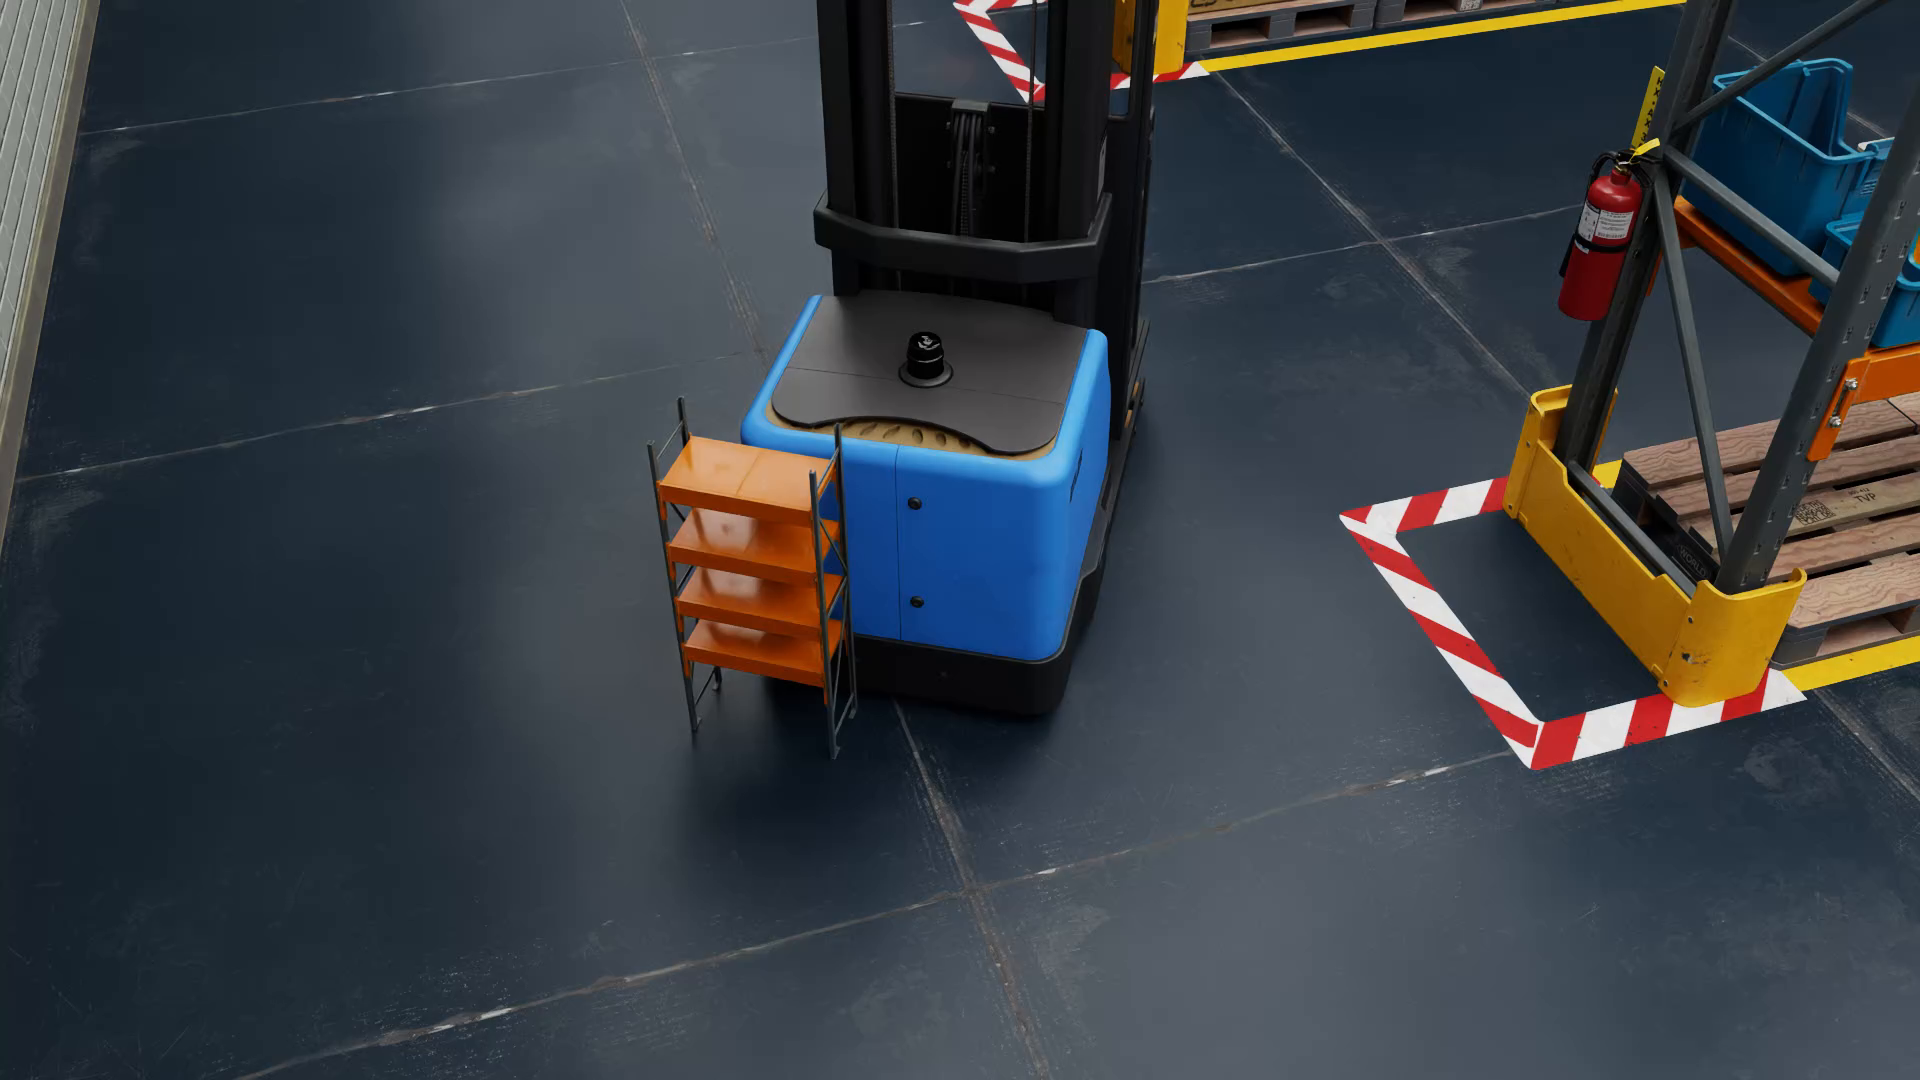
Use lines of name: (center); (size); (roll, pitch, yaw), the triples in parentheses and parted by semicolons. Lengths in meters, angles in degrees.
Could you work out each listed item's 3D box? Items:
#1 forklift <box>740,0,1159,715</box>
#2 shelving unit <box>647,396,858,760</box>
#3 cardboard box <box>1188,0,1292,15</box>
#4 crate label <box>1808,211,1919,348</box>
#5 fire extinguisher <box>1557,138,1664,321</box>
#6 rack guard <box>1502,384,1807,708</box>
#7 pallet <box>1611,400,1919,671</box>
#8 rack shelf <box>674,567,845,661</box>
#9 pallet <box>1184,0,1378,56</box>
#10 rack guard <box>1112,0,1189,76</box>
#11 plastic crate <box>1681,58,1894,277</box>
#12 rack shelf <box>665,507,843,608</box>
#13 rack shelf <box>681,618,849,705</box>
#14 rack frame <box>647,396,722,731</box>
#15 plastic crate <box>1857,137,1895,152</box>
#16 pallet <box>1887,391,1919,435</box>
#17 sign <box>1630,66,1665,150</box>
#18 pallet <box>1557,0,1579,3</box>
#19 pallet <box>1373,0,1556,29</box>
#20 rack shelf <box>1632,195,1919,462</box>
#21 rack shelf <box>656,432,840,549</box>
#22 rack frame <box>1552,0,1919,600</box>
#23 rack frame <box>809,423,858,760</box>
forklift: (0.138, -1.507, 5.747); (1.130, 2.935, 3.031); (8, 42, 9)
shelving unit: (-0.619, 0.147, 5.170); (0.503, 1.200, 0.258); (10, 42, 12)
cardboard box: (1.527, -3.610, 9.398); (0.875, 0.875, 0.875); (-12, 42, -13)
crate label: (2.762, -0.769, 4.932); (0.303, 0.233, 0.416); (-12, 42, -13)
fire extinguisher: (2.148, -1.053, 5.517); (0.183, 0.674, 0.296); (-12, 42, -13)
rack guard: (2.409, -0.013, 5.885); (0.348, 0.500, 1.175); (-12, 42, -13)
pallet: (3.226, -0.056, 6.153); (1.213, 0.211, 1.003); (-12, 42, -13)
rack shelf: (-0.619, 0.197, 5.215); (0.480, 0.148, 0.258); (10, 42, 12)
pallet: (1.679, -3.232, 9.789); (1.213, 0.211, 1.003); (-12, 42, -13)
rack guard: (0.917, -3.129, 9.452); (0.348, 0.500, 1.175); (-12, 42, -13)
plastic crate: (2.691, -1.186, 5.255); (0.499, 0.435, 0.616); (-12, 42, -13)
rack shelf: (-0.619, 0.029, 5.067); (0.480, 0.148, 0.258); (10, 42, 12)
rack shelf: (-0.619, 0.347, 5.345); (0.480, 0.148, 0.258); (10, 42, 12)
rack frame: (-0.854, 0.104, 5.219); (0.015, 1.200, 0.240); (10, 42, 12)
plastic crate: (3.151, -1.165, 5.459); (0.243, 0.136, 0.396); (-12, 42, -13)
pallet: (4.388, -0.294, 6.426); (1.213, 0.211, 1.003); (-12, 42, -13)
sign: (2.247, -1.370, 5.415); (0.005, 0.325, 0.100); (-12, 42, -13)
pallet: (4.007, -3.714, 10.341); (1.213, 0.211, 1.003); (-12, 42, -13)
pallet: (2.841, -3.471, 10.062); (1.213, 0.211, 1.003); (-12, 42, -13)
rack shelf: (4.336, -1.091, 5.766); (4.000, 0.370, 1.077); (-12, 42, -13)
rack shelf: (-0.619, -0.149, 4.912); (0.480, 0.148, 0.258); (10, 42, 12)
rack frame: (2.428, -0.967, 5.077); (0.127, 3.000, 1.000); (-12, 42, -13)
rack frame: (-0.384, 0.189, 5.121); (0.015, 1.200, 0.240); (10, 42, 12)
